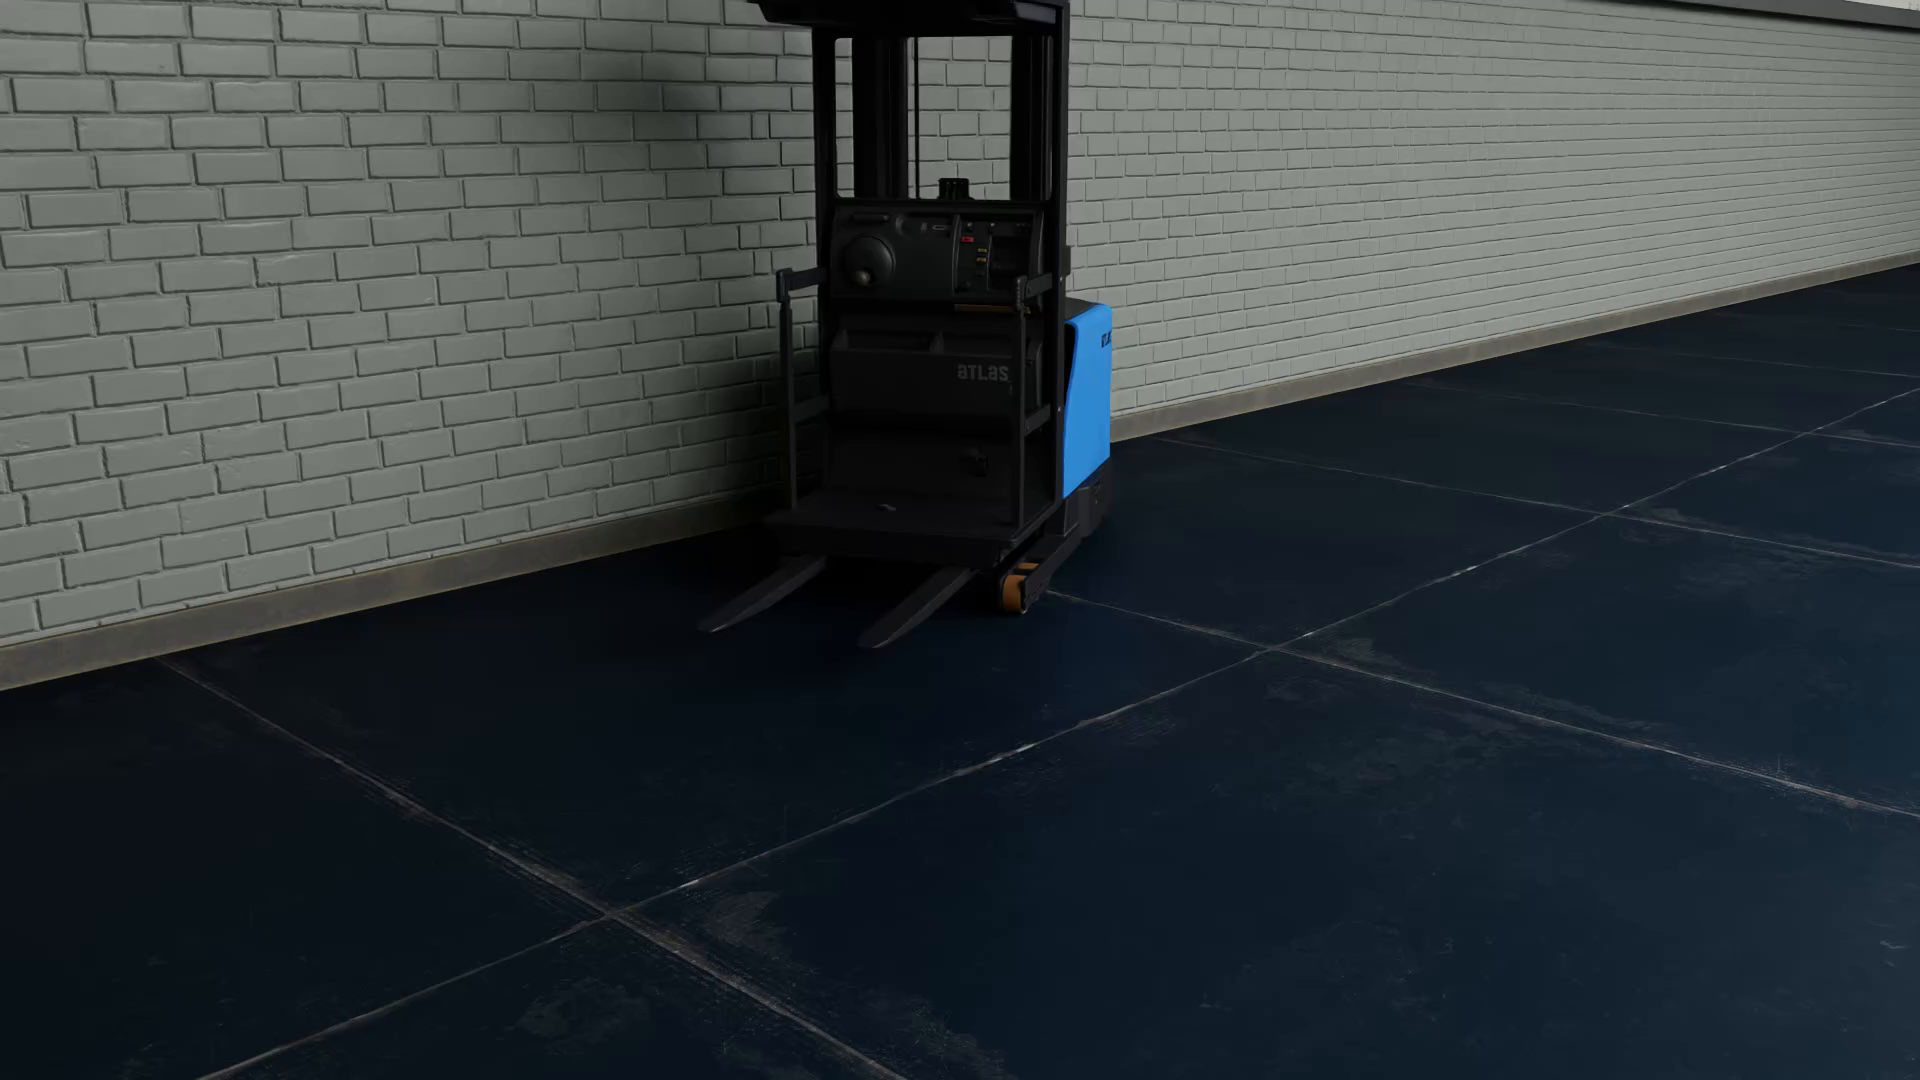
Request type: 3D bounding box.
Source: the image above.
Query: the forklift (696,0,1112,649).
[{"bbox_3d":[-0.163,-1.226,6.825,1.130,2.935,3.031,4,15,17],"label":"forklift"}]
